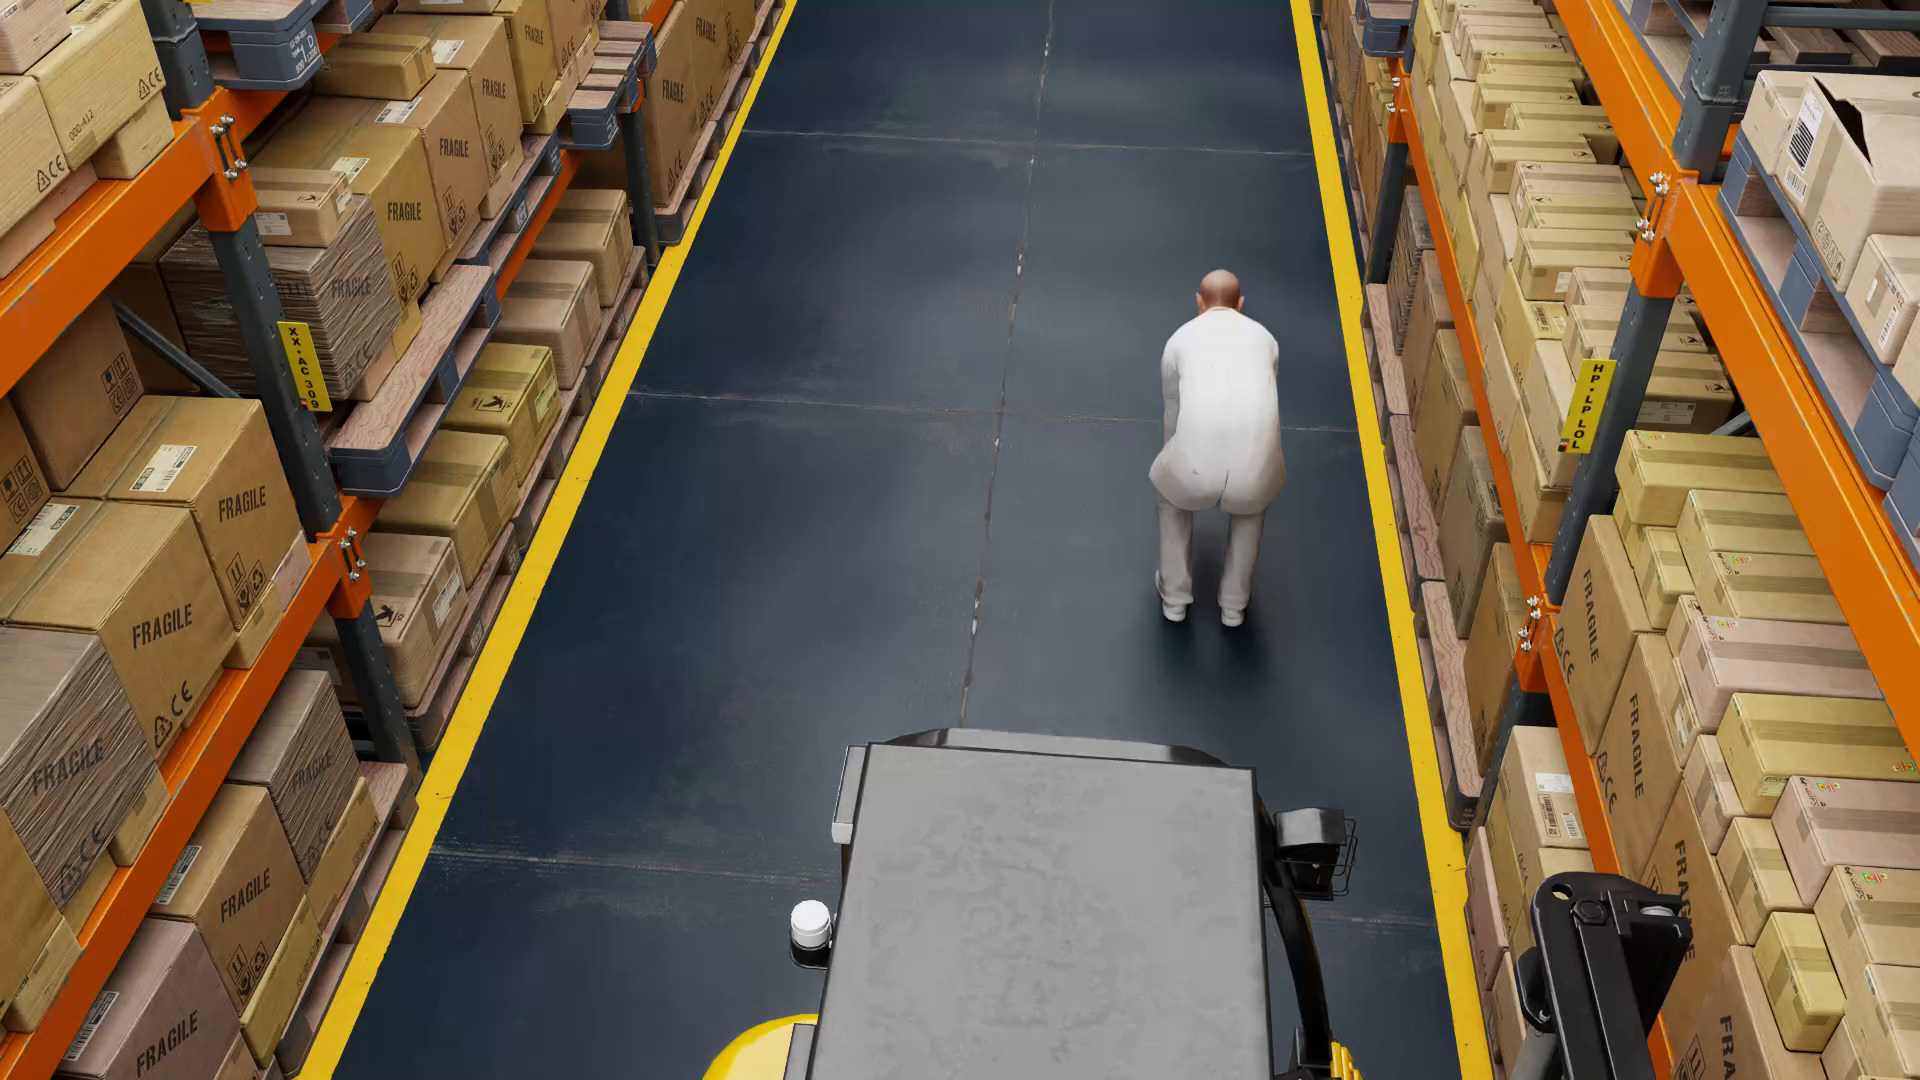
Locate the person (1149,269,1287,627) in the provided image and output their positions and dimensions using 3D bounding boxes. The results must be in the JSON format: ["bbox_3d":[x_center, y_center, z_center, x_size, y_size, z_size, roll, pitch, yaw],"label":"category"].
[{"bbox_3d":[1.072,-0.371,6.982,0.568,1.314,0.900,2,40,3],"label":"person"}]
